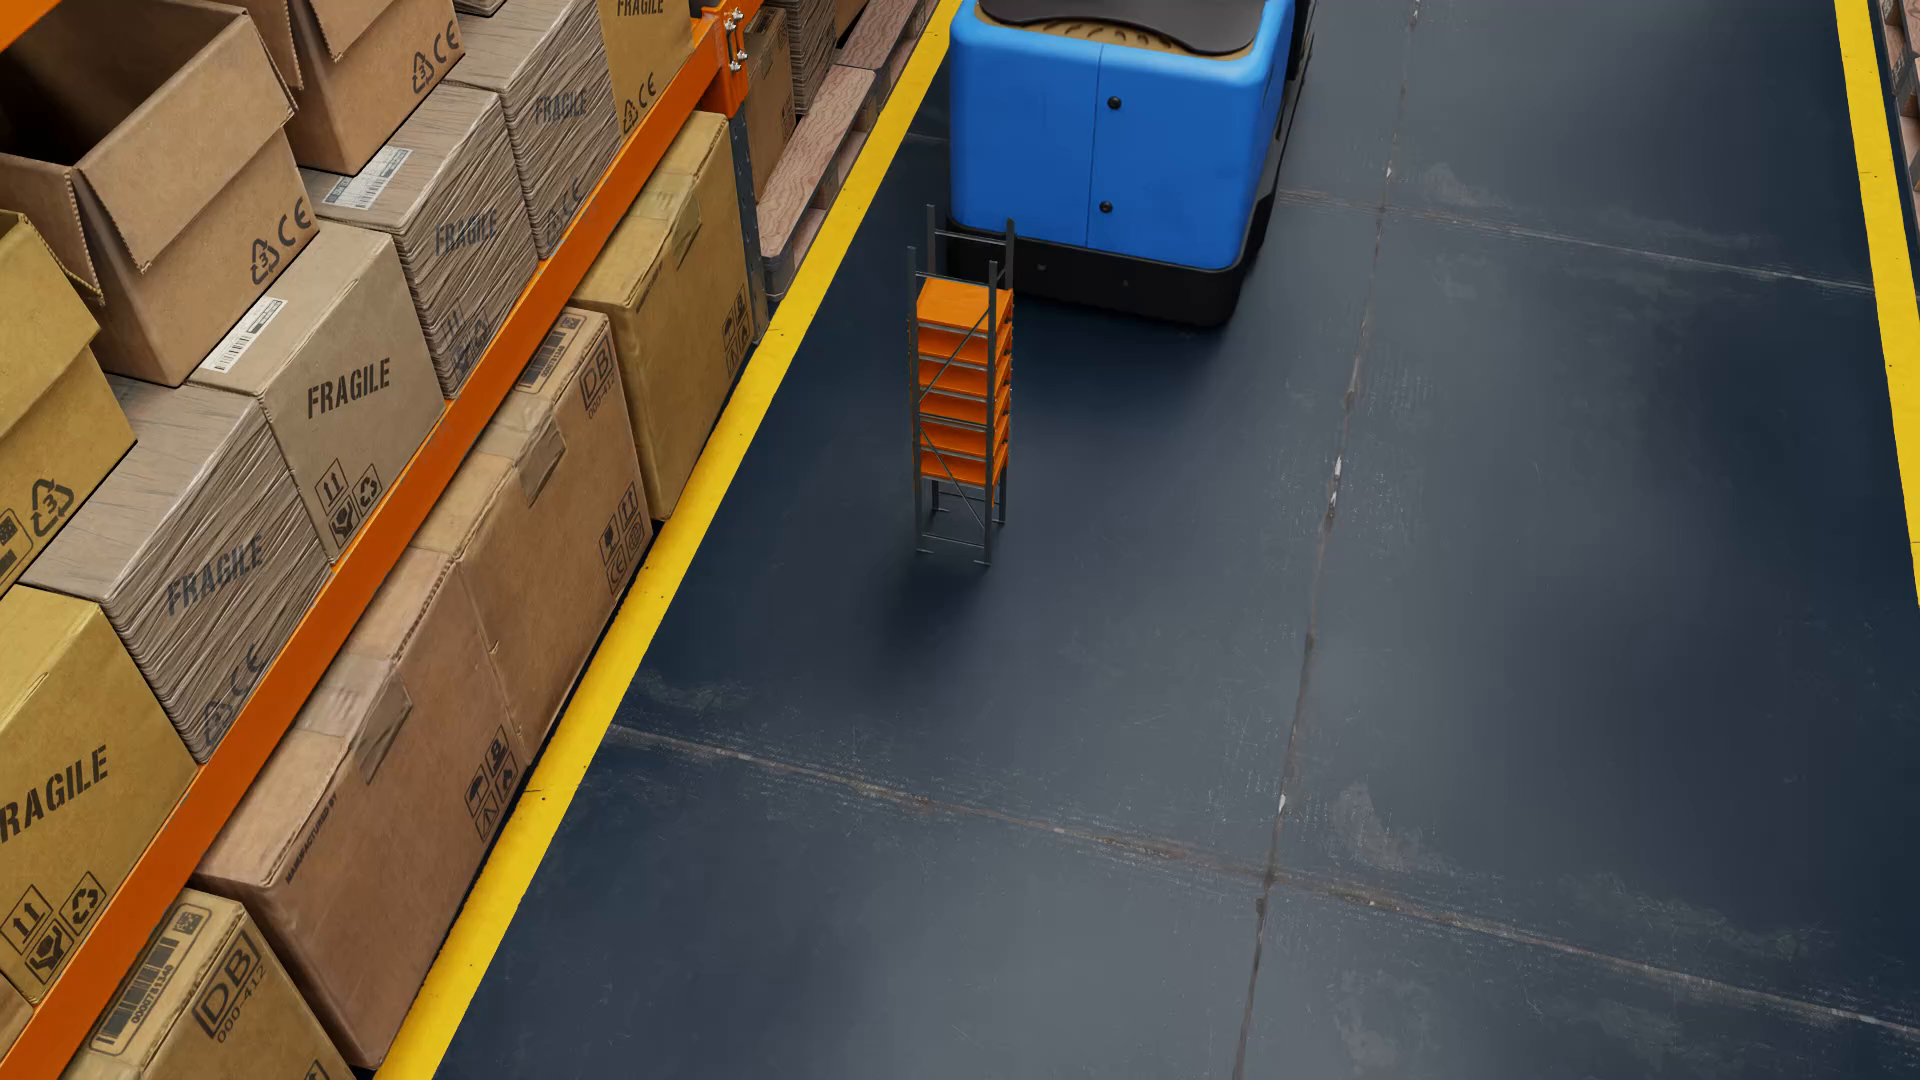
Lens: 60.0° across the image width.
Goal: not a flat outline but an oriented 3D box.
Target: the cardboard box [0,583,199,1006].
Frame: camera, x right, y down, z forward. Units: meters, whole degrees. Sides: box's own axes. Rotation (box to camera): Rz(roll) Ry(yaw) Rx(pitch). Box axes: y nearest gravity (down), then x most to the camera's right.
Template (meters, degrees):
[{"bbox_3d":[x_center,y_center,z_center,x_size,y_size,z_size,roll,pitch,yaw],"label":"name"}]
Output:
[{"bbox_3d":[-1.735,0.398,2.831,0.500,0.500,0.500,12,50,10],"label":"cardboard box"}]

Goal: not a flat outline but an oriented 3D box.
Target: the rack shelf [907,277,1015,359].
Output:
[{"bbox_3d":[0.004,-0.616,4.573,0.258,0.103,0.180,12,50,10],"label":"rack shelf"}]

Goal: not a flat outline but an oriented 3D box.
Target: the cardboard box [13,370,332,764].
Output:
[{"bbox_3d":[-1.603,0.036,3.151,0.500,0.500,0.500,11,49,9],"label":"cardboard box"}]

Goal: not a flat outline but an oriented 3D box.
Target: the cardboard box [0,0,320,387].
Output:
[{"bbox_3d":[-1.728,-0.697,3.129,0.797,0.503,0.637,13,50,11],"label":"cardboard box"}]

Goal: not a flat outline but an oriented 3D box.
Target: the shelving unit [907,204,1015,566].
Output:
[{"bbox_3d":[0.004,-0.407,4.809,0.258,1.200,0.189,12,50,10],"label":"shelving unit"}]

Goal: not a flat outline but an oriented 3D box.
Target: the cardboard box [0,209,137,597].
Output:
[{"bbox_3d":[-1.877,-0.244,2.729,0.797,0.503,0.637,12,50,10],"label":"cardboard box"}]

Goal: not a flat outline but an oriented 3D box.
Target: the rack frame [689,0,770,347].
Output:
[{"bbox_3d":[-1.176,-1.815,4.851,1.000,3.000,0.127,12,50,10],"label":"rack frame"}]

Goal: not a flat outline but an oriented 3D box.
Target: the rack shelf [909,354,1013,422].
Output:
[{"bbox_3d":[0.004,-0.458,4.753,0.258,0.103,0.180,12,50,10],"label":"rack shelf"}]

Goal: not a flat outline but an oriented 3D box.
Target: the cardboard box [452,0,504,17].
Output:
[{"bbox_3d":[-1.384,-1.654,3.974,0.797,0.503,0.637,13,50,11],"label":"cardboard box"}]

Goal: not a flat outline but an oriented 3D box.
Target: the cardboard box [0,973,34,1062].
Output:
[{"bbox_3d":[-1.867,0.762,2.510,0.500,0.500,0.500,12,50,10],"label":"cardboard box"}]

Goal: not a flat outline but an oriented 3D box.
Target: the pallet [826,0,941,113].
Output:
[{"bbox_3d":[-0.646,-2.337,7.172,1.003,0.211,1.213,12,50,10],"label":"pallet"}]

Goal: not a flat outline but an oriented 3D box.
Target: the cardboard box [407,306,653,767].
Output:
[{"bbox_3d":[-1.620,-0.112,4.486,1.225,0.875,0.875,12,50,10],"label":"cardboard box"}]

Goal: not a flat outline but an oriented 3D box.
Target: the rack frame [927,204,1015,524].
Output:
[{"bbox_3d":[0.028,-0.474,4.868,0.240,1.200,0.006,12,50,10],"label":"rack frame"}]

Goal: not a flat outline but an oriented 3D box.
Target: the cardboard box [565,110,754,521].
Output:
[{"bbox_3d":[-1.378,-0.756,5.053,1.225,0.875,0.875,9,49,8],"label":"cardboard box"}]

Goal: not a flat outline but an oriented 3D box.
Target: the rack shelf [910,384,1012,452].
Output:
[{"bbox_3d":[0.004,-0.378,4.843,0.258,0.103,0.180,12,50,10],"label":"rack shelf"}]

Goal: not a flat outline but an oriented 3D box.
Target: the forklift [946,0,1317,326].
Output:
[{"bbox_3d":[0.848,-2.851,5.812,1.130,2.935,3.031,12,50,10],"label":"forklift"}]

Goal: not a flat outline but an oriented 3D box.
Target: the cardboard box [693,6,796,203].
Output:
[{"bbox_3d":[-1.019,-1.622,6.055,0.700,0.500,0.500,9,49,8],"label":"cardboard box"}]

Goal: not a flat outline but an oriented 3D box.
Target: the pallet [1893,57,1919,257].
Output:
[{"bbox_3d":[4.167,-1.347,6.298,1.003,0.211,1.213,12,50,10],"label":"pallet"}]

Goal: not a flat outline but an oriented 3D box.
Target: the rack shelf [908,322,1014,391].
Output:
[{"bbox_3d":[0.004,-0.537,4.663,0.258,0.103,0.180,12,50,10],"label":"rack shelf"}]

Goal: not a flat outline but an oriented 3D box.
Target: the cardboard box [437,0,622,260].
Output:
[{"bbox_3d":[-1.204,-1.083,4.138,0.500,0.500,0.500,11,50,10],"label":"cardboard box"}]

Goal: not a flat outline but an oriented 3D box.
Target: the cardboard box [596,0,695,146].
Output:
[{"bbox_3d":[-1.067,-1.442,4.455,0.500,0.500,0.500,13,50,11],"label":"cardboard box"}]

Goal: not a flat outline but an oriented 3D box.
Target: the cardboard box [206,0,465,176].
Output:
[{"bbox_3d":[-1.558,-1.183,3.558,0.797,0.503,0.637,13,50,11],"label":"cardboard box"}]

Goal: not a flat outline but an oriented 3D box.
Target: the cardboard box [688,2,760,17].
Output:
[{"bbox_3d":[-1.029,-1.872,5.775,0.500,0.250,0.500,13,50,12],"label":"cardboard box"}]

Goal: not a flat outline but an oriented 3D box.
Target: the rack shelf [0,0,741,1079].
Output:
[{"bbox_3d":[-1.702,-0.130,3.844,1.077,0.370,4.000,12,50,10],"label":"rack shelf"}]

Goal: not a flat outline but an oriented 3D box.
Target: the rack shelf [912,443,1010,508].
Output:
[{"bbox_3d":[0.004,-0.219,5.023,0.258,0.103,0.180,12,50,10],"label":"rack shelf"}]

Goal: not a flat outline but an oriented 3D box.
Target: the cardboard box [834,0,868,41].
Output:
[{"bbox_3d":[-0.743,-2.437,6.774,0.700,0.500,0.500,15,50,13],"label":"cardboard box"}]

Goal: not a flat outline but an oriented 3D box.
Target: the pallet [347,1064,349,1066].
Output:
[{"bbox_3d":[-2.098,1.428,3.849,1.003,0.211,1.213,12,50,10],"label":"pallet"}]

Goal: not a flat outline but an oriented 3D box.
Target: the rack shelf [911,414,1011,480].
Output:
[{"bbox_3d":[0.004,-0.299,4.933,0.258,0.103,0.180,12,50,10],"label":"rack shelf"}]

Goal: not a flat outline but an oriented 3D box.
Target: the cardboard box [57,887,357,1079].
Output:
[{"bbox_3d":[-2.080,1.176,3.349,1.225,0.875,0.875,12,50,10],"label":"cardboard box"}]

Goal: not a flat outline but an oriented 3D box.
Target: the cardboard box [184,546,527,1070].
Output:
[{"bbox_3d":[-1.845,0.529,3.919,1.225,0.875,0.875,10,49,9],"label":"cardboard box"}]

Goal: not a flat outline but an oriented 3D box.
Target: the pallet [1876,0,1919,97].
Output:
[{"bbox_3d":[4.486,-2.232,7.079,1.003,0.211,1.213,12,50,10],"label":"pallet"}]

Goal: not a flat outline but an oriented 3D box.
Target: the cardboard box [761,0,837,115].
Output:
[{"bbox_3d":[-0.885,-2.026,6.411,0.700,0.500,0.500,8,49,7],"label":"cardboard box"}]

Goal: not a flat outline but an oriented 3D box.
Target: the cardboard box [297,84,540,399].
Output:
[{"bbox_3d":[-1.337,-0.706,3.806,0.500,0.500,0.500,10,49,9],"label":"cardboard box"}]

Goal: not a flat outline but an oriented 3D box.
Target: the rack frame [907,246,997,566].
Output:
[{"bbox_3d":[-0.020,-0.341,4.751,0.240,1.200,0.006,12,50,10],"label":"rack frame"}]

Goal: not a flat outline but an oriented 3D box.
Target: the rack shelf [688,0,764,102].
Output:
[{"bbox_3d":[-0.650,-3.023,6.398,1.077,0.370,4.000,12,50,10],"label":"rack shelf"}]

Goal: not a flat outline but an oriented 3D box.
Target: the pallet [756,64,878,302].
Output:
[{"bbox_3d":[-0.969,-1.457,6.395,1.003,0.211,1.213,12,50,10],"label":"pallet"}]

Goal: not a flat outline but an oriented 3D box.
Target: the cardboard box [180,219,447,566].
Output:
[{"bbox_3d":[-1.472,-0.339,3.481,0.500,0.500,0.500,12,50,11],"label":"cardboard box"}]
